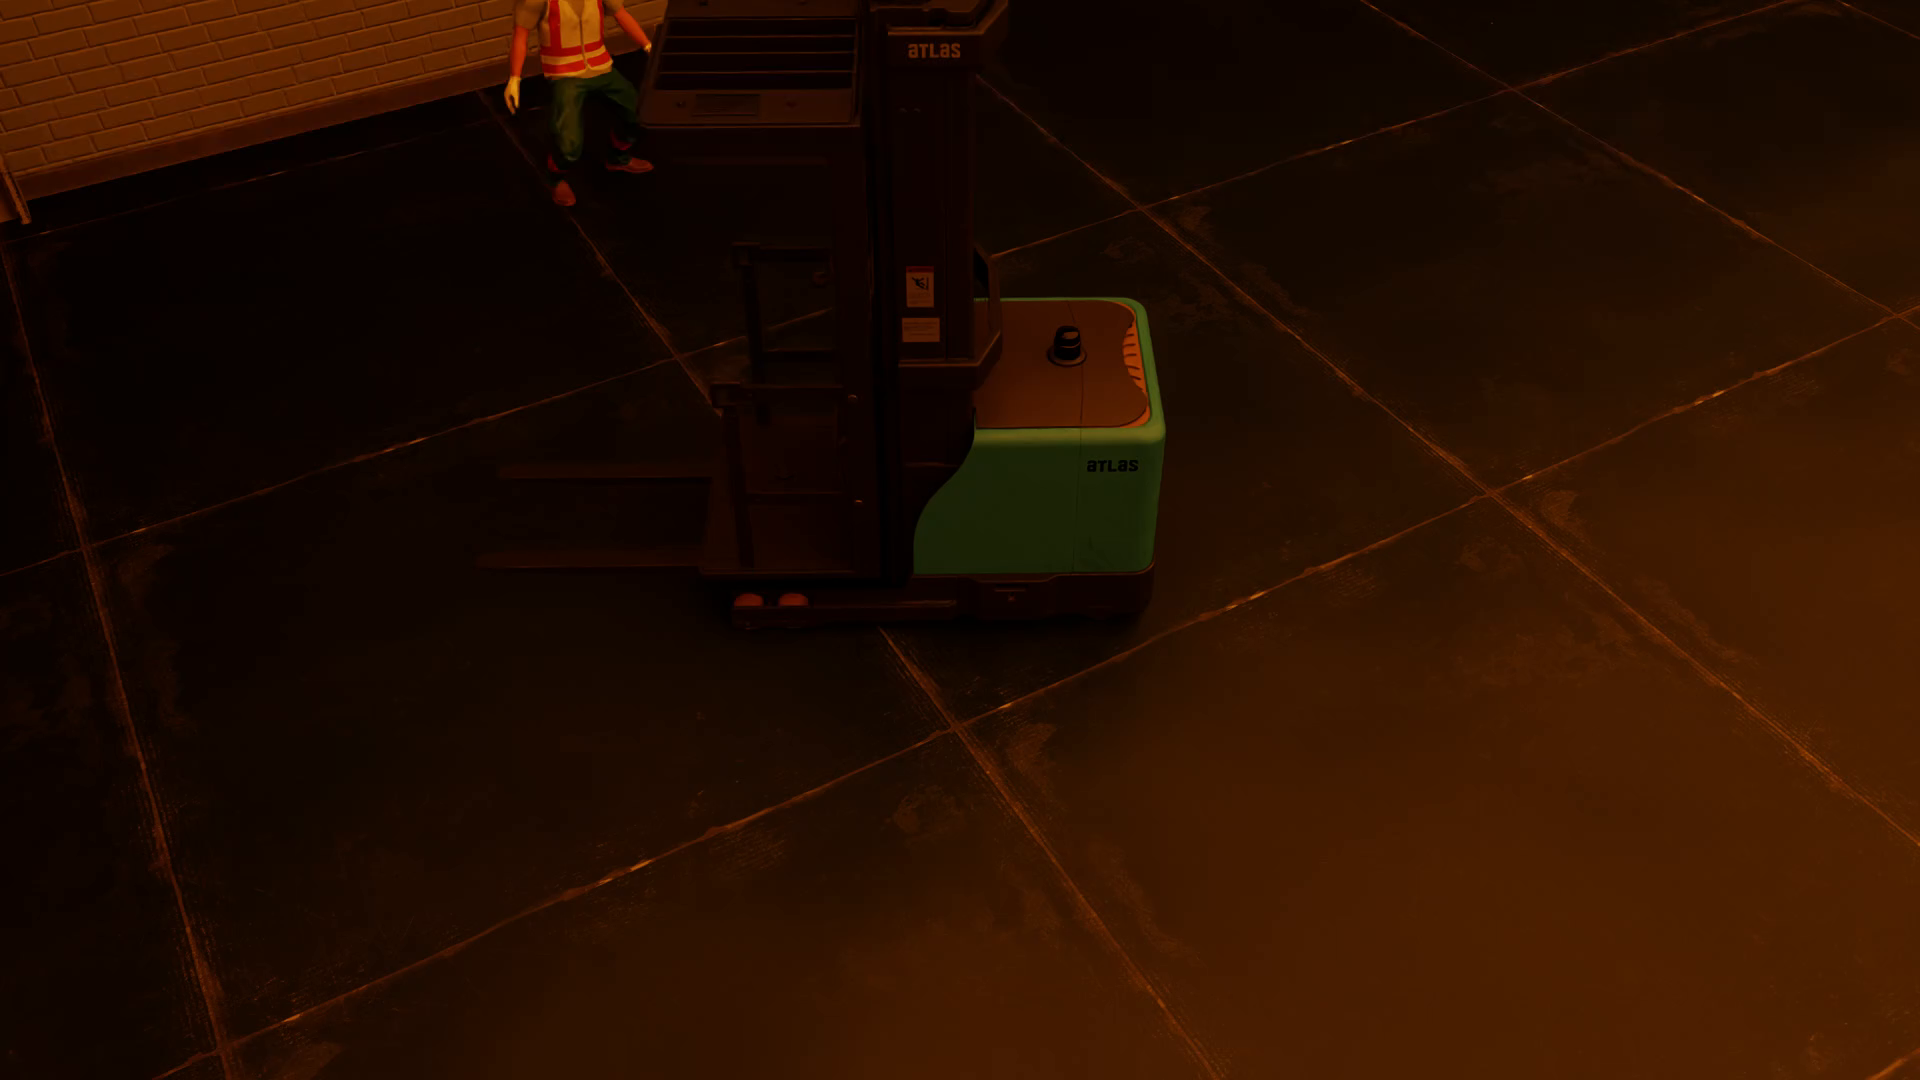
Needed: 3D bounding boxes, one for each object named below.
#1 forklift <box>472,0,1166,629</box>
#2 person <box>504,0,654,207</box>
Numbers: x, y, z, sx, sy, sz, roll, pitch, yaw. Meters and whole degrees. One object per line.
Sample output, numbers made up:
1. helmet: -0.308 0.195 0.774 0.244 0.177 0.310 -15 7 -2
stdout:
1. forklift: -0.663 -1.040 6.819 3.031 2.935 1.130 -1 43 -1
2. person: -2.164 -2.705 9.557 0.967 1.669 0.599 -27 49 -26
